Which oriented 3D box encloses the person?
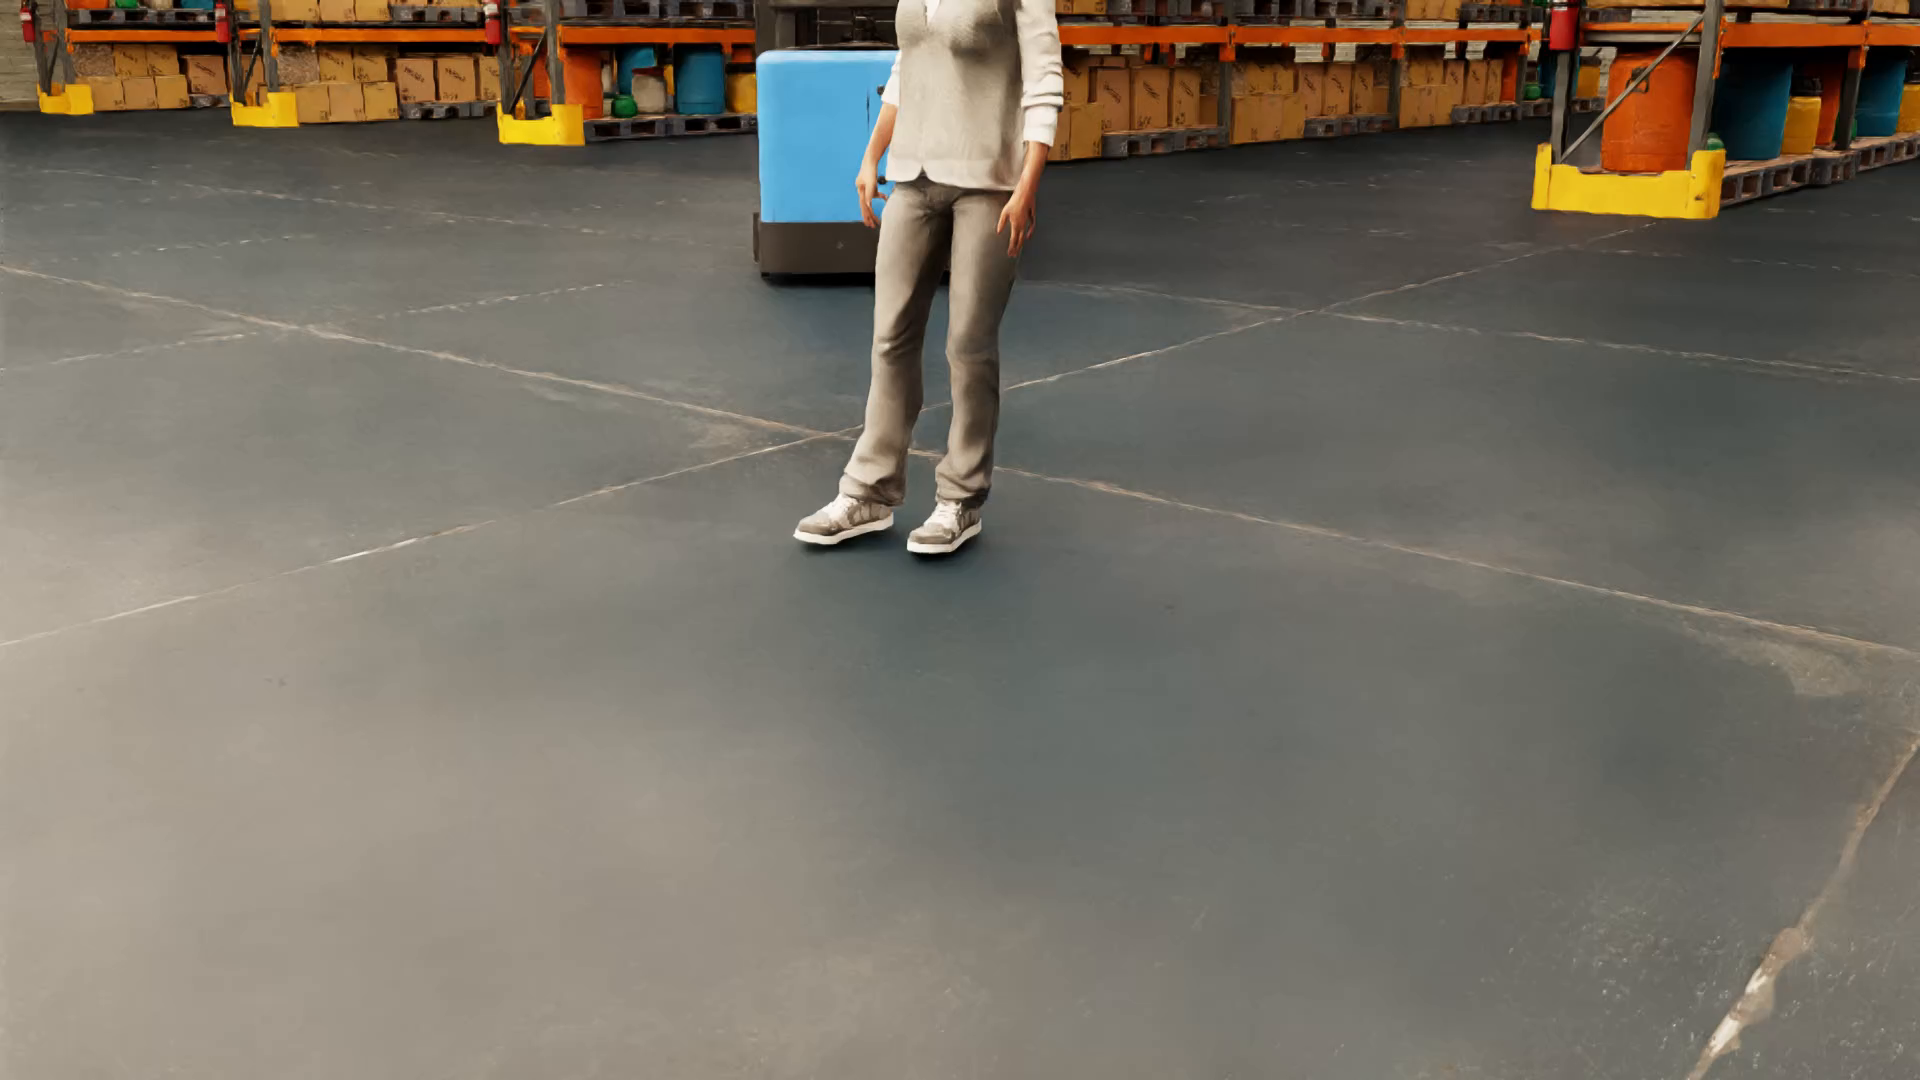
[{"bbox_3d":[-0.058,-0.757,3.662,0.521,1.597,0.474,13,21,37],"label":"person"}]

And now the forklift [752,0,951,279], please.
[{"bbox_3d":[-0.555,-3.040,8.908,1.130,2.935,3.031,-1,17,-5],"label":"forklift"}]
